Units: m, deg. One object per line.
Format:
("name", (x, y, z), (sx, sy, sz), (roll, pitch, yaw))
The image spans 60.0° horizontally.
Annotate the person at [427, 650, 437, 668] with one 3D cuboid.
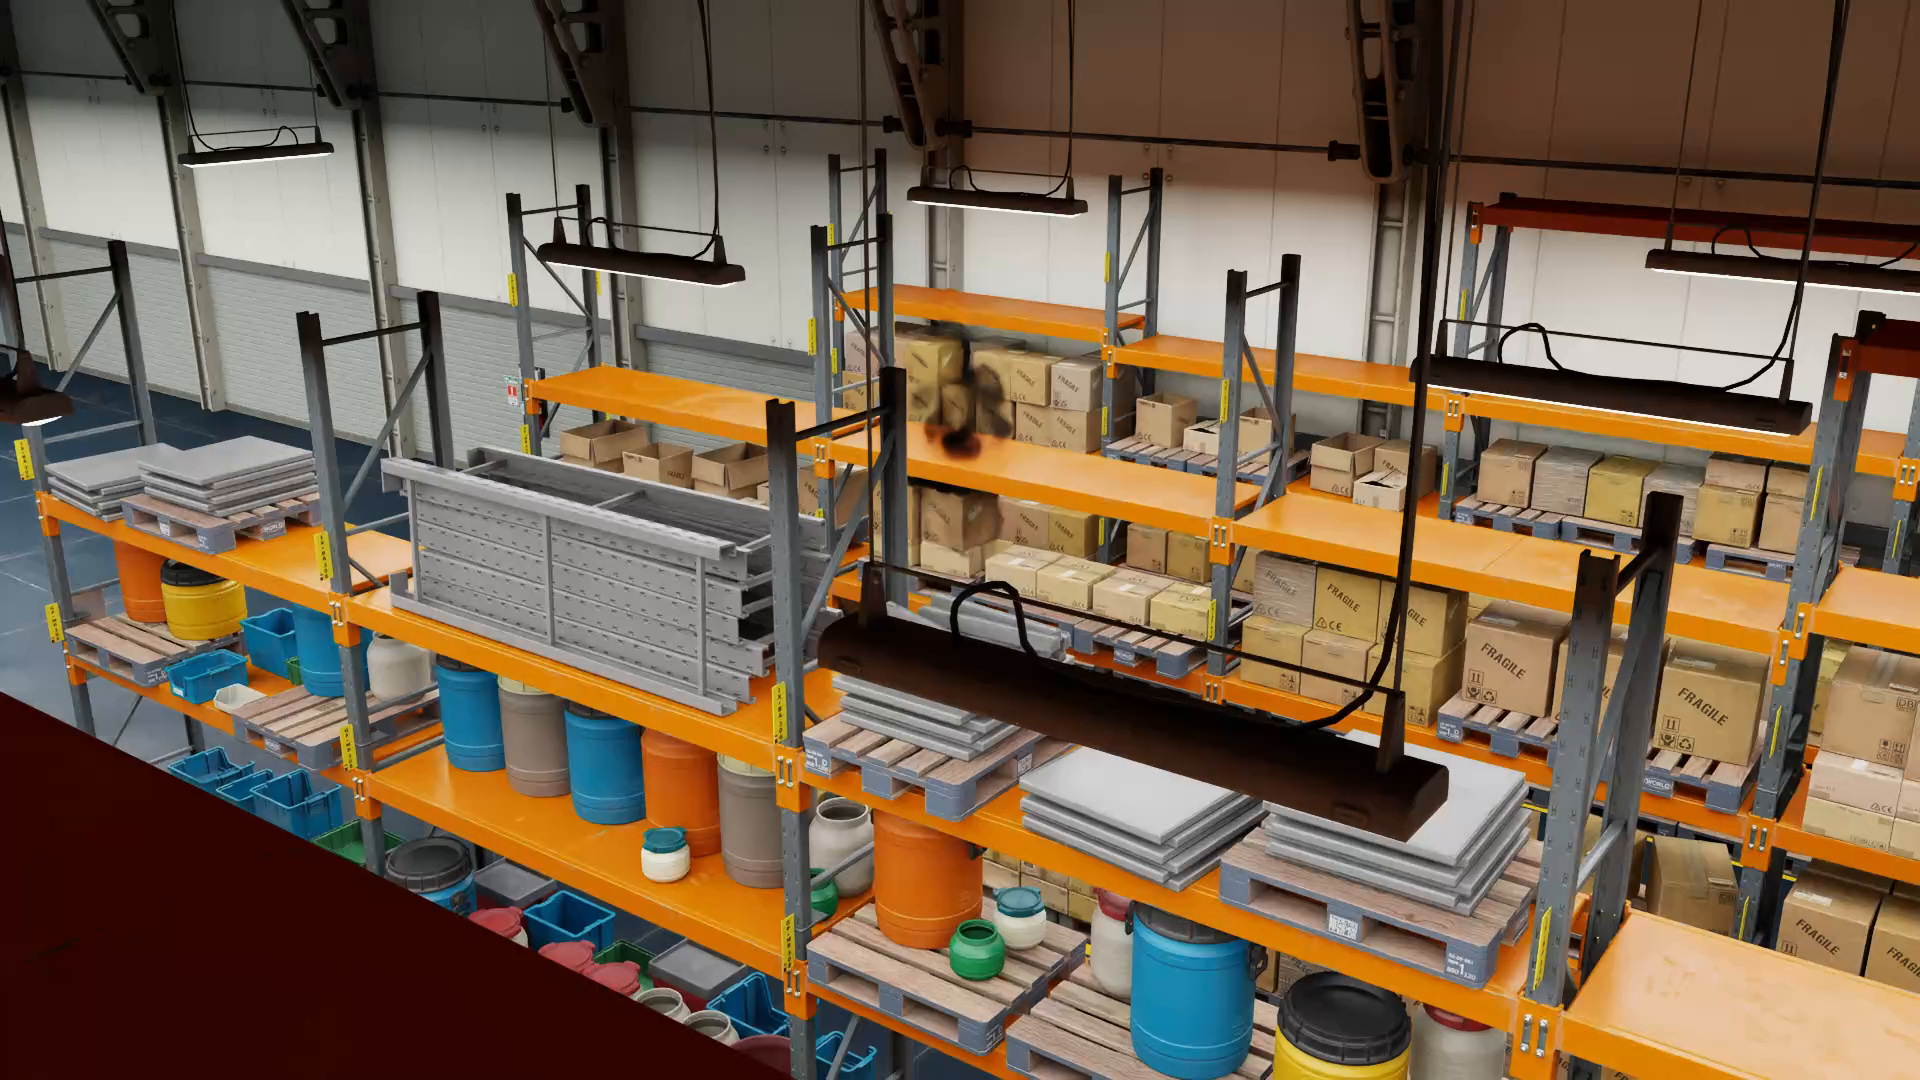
("person", (-6.069, 1.087, 19.092), (0.846, 1.829, 0.681), (-8, 20, -23))
